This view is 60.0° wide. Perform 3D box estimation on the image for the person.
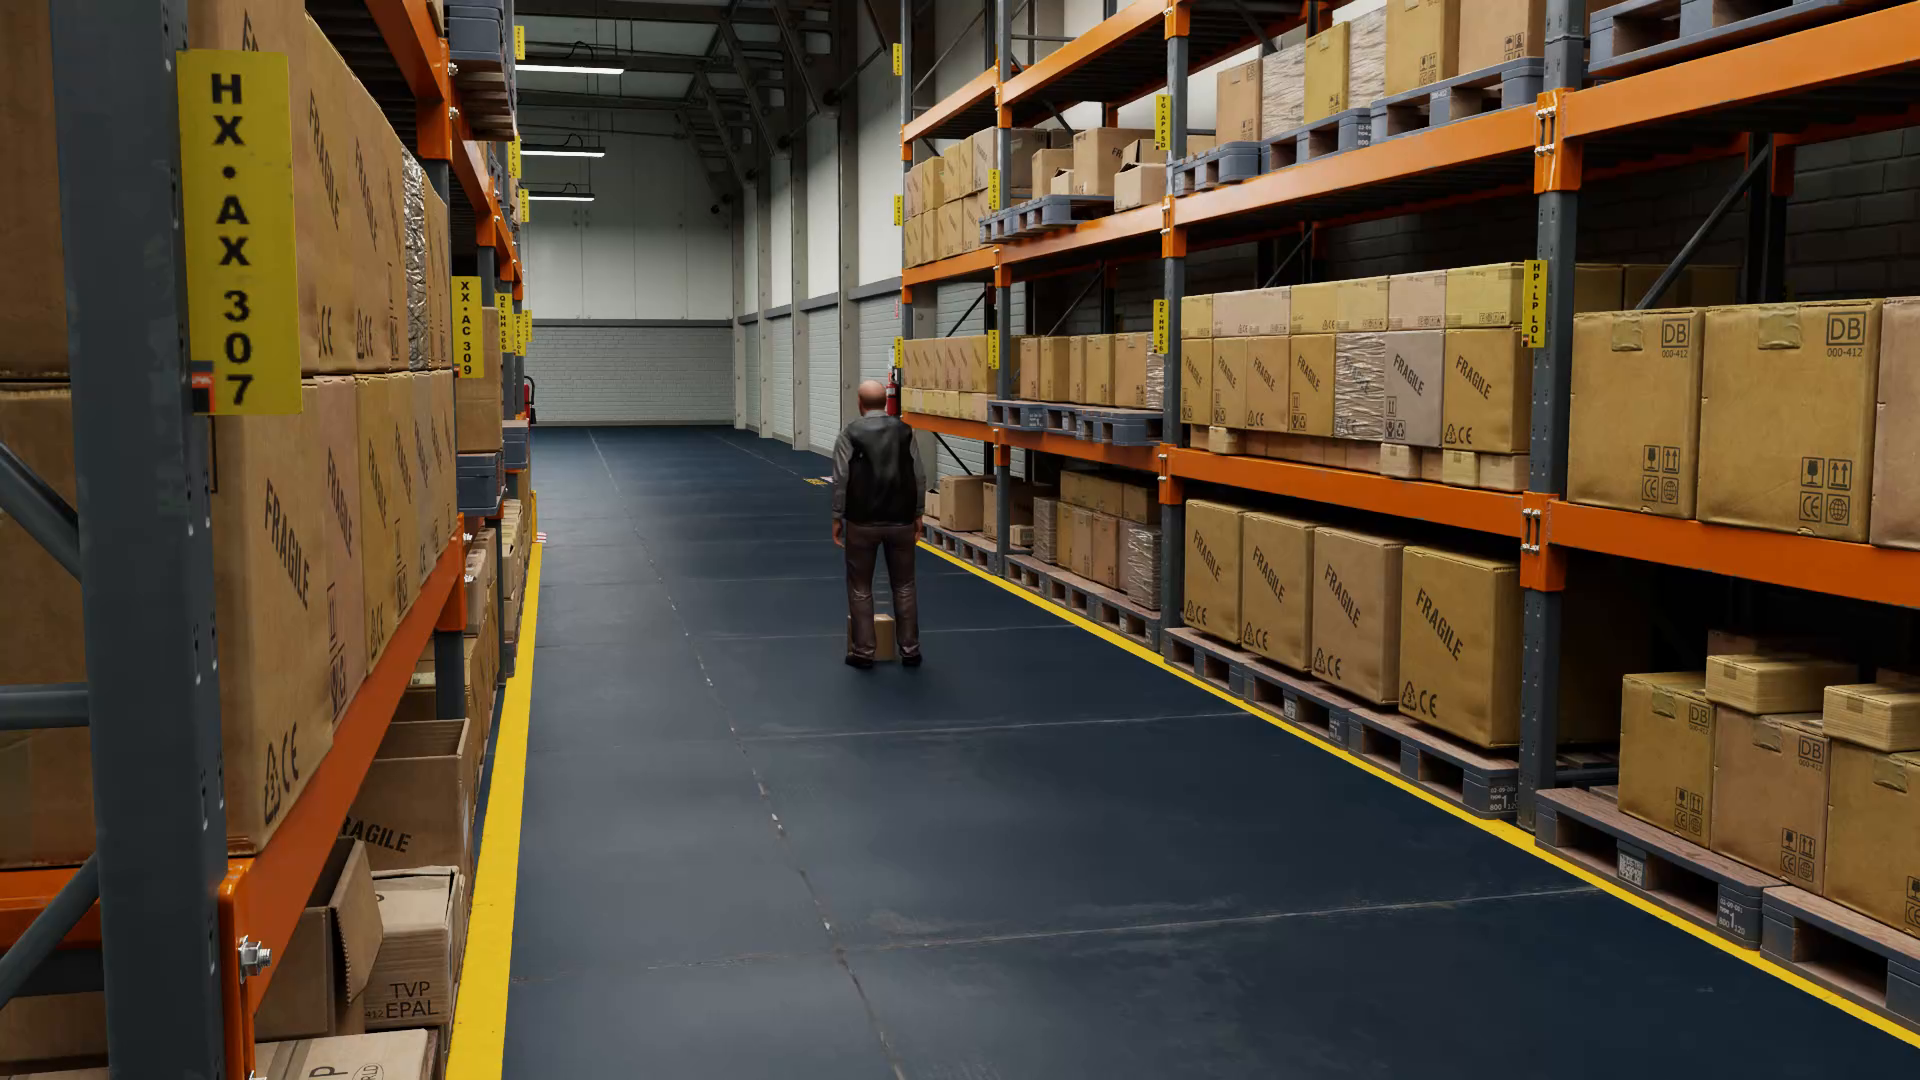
[{"bbox_3d":[-0.484,-0.095,9.957,0.592,1.720,0.424,-2,6,-17],"label":"person"}]
